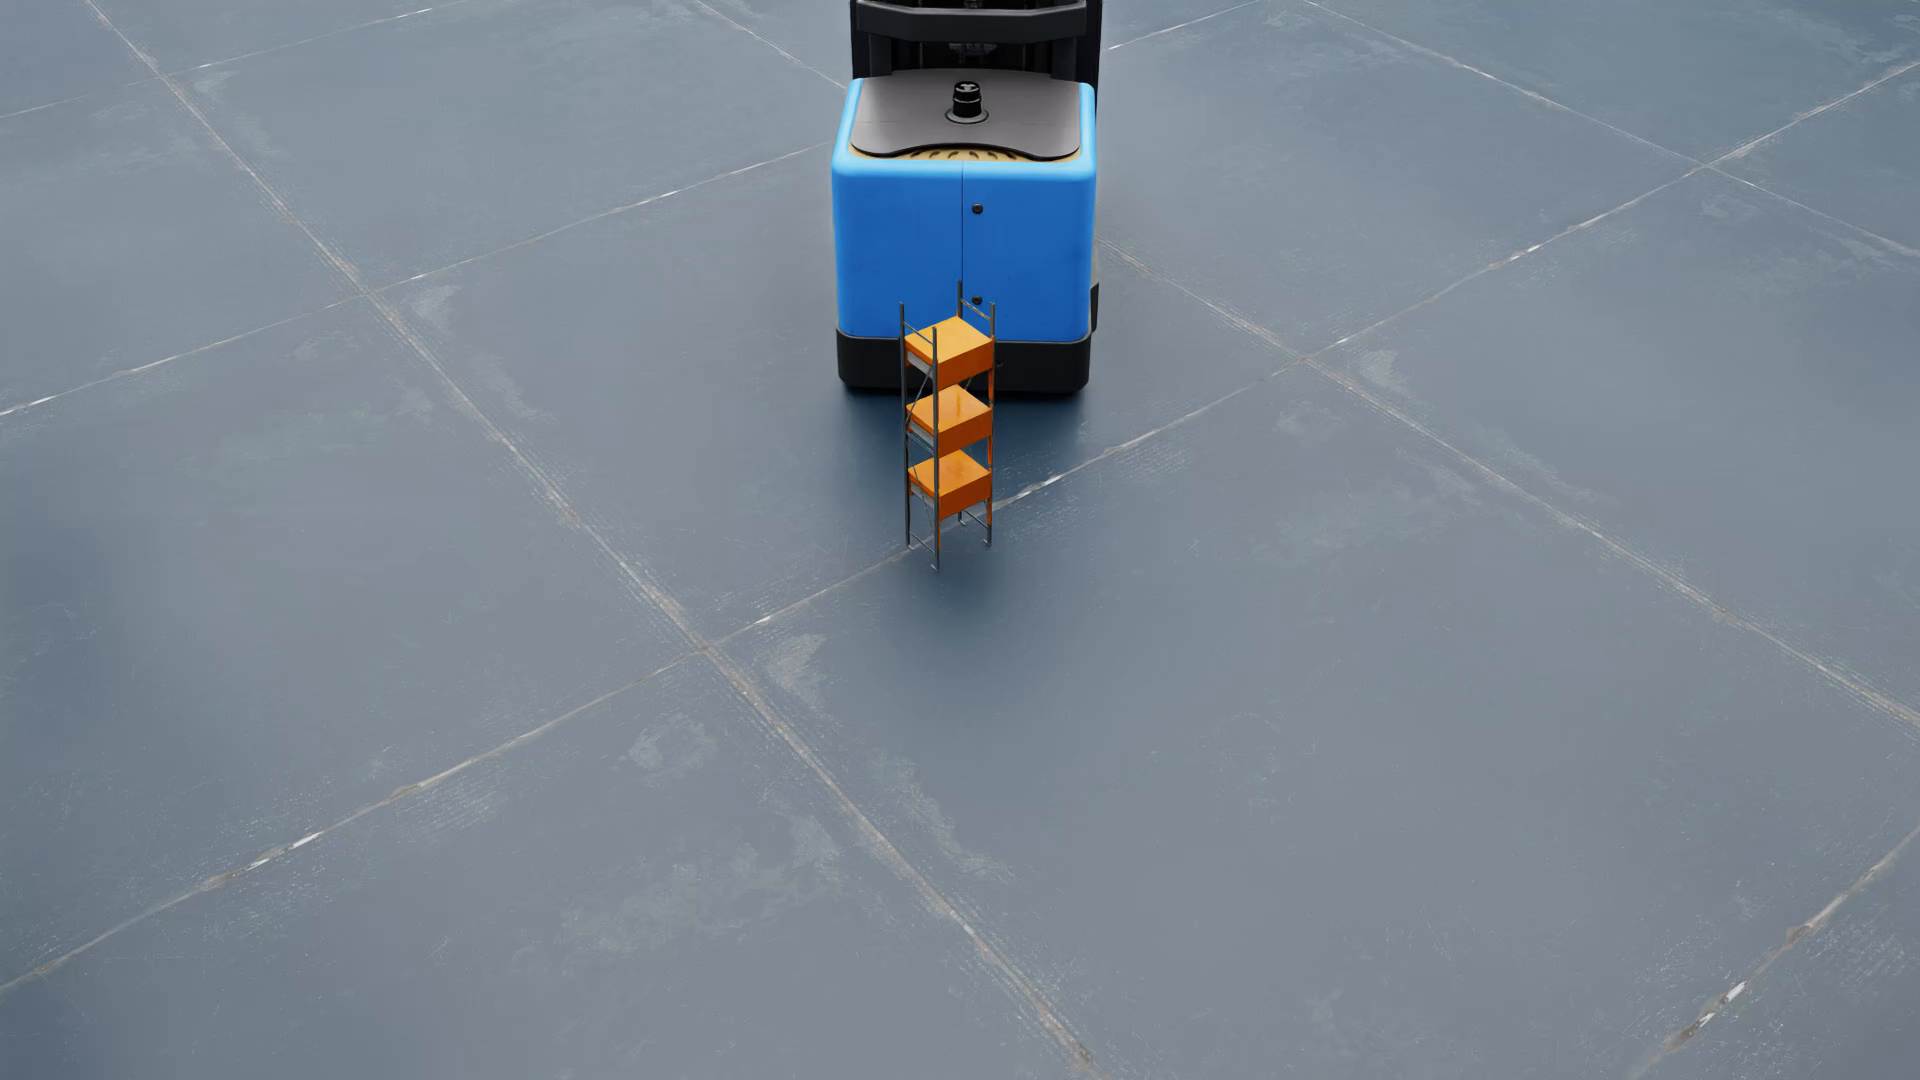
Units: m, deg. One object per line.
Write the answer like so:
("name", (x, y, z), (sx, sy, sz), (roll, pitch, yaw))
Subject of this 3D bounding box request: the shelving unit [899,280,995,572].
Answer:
("shelving unit", (-0.042, -0.385, 5.892), (0.252, 1.050, 0.215), (-26, 46, -28))

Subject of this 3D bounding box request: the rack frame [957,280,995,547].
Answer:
("rack frame", (0.054, -0.432, 5.949), (0.008, 1.050, 0.200), (-26, 46, -28))

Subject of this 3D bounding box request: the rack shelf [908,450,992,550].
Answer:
("rack shelf", (-0.042, -0.162, 6.075), (0.240, 0.259, 0.215), (-26, 46, -28))

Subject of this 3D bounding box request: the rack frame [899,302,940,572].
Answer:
("rack frame", (-0.139, -0.338, 5.834), (0.008, 1.050, 0.200), (-26, 46, -28))

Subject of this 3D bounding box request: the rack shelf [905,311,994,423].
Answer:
("rack shelf", (-0.042, -0.596, 5.719), (0.240, 0.259, 0.215), (-26, 46, -28))

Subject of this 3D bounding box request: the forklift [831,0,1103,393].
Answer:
("forklift", (0.081, -2.658, 7.179), (1.130, 2.935, 3.031), (2, 39, 2))

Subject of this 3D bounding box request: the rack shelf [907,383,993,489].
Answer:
("rack shelf", (-0.042, -0.377, 5.899), (0.240, 0.259, 0.215), (-26, 46, -28))
